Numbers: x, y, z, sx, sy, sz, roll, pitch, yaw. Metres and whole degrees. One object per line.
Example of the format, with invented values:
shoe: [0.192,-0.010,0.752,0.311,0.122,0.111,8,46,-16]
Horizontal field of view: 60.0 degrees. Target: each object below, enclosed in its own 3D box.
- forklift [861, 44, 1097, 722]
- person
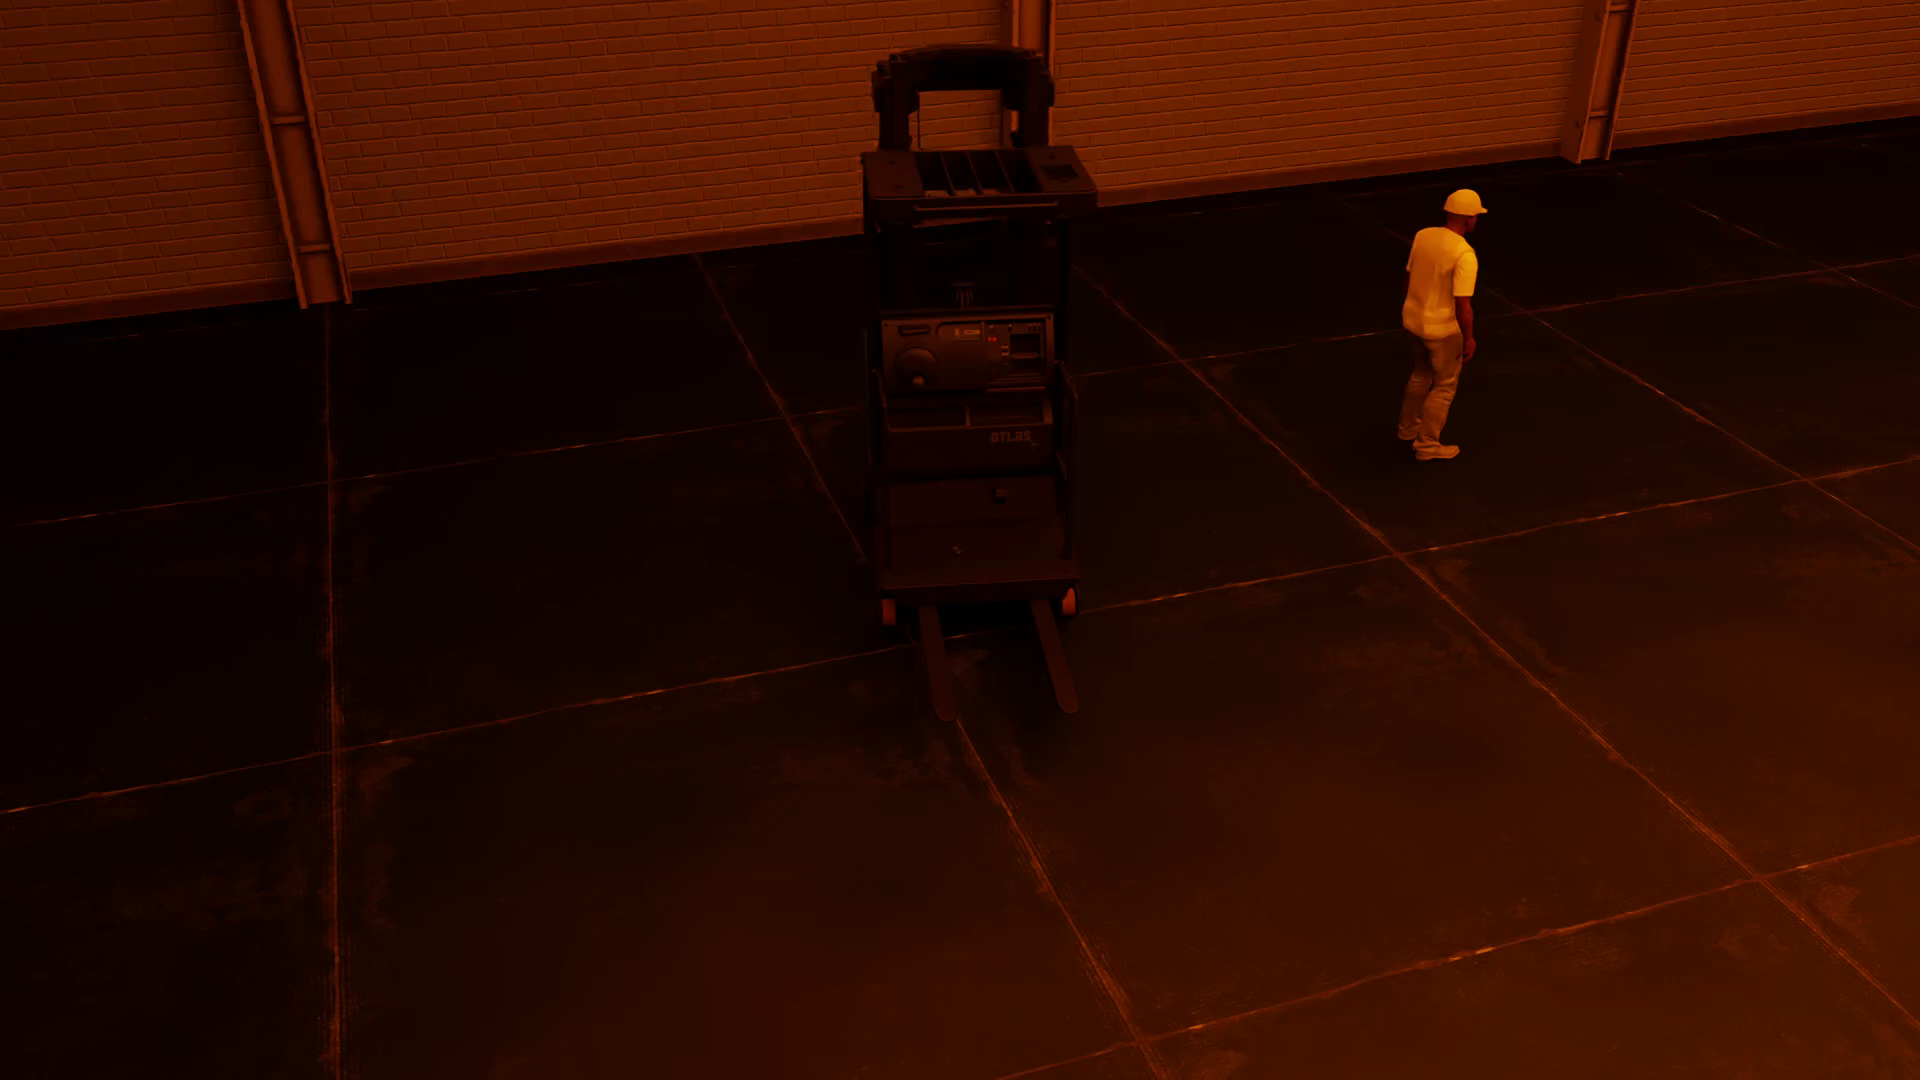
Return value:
forklift: [0.071,-0.968,8.769,1.130,2.935,3.031,-3,30,-5]
person: [3.081,-1.383,10.675,0.442,1.762,0.634,-11,32,-18]
